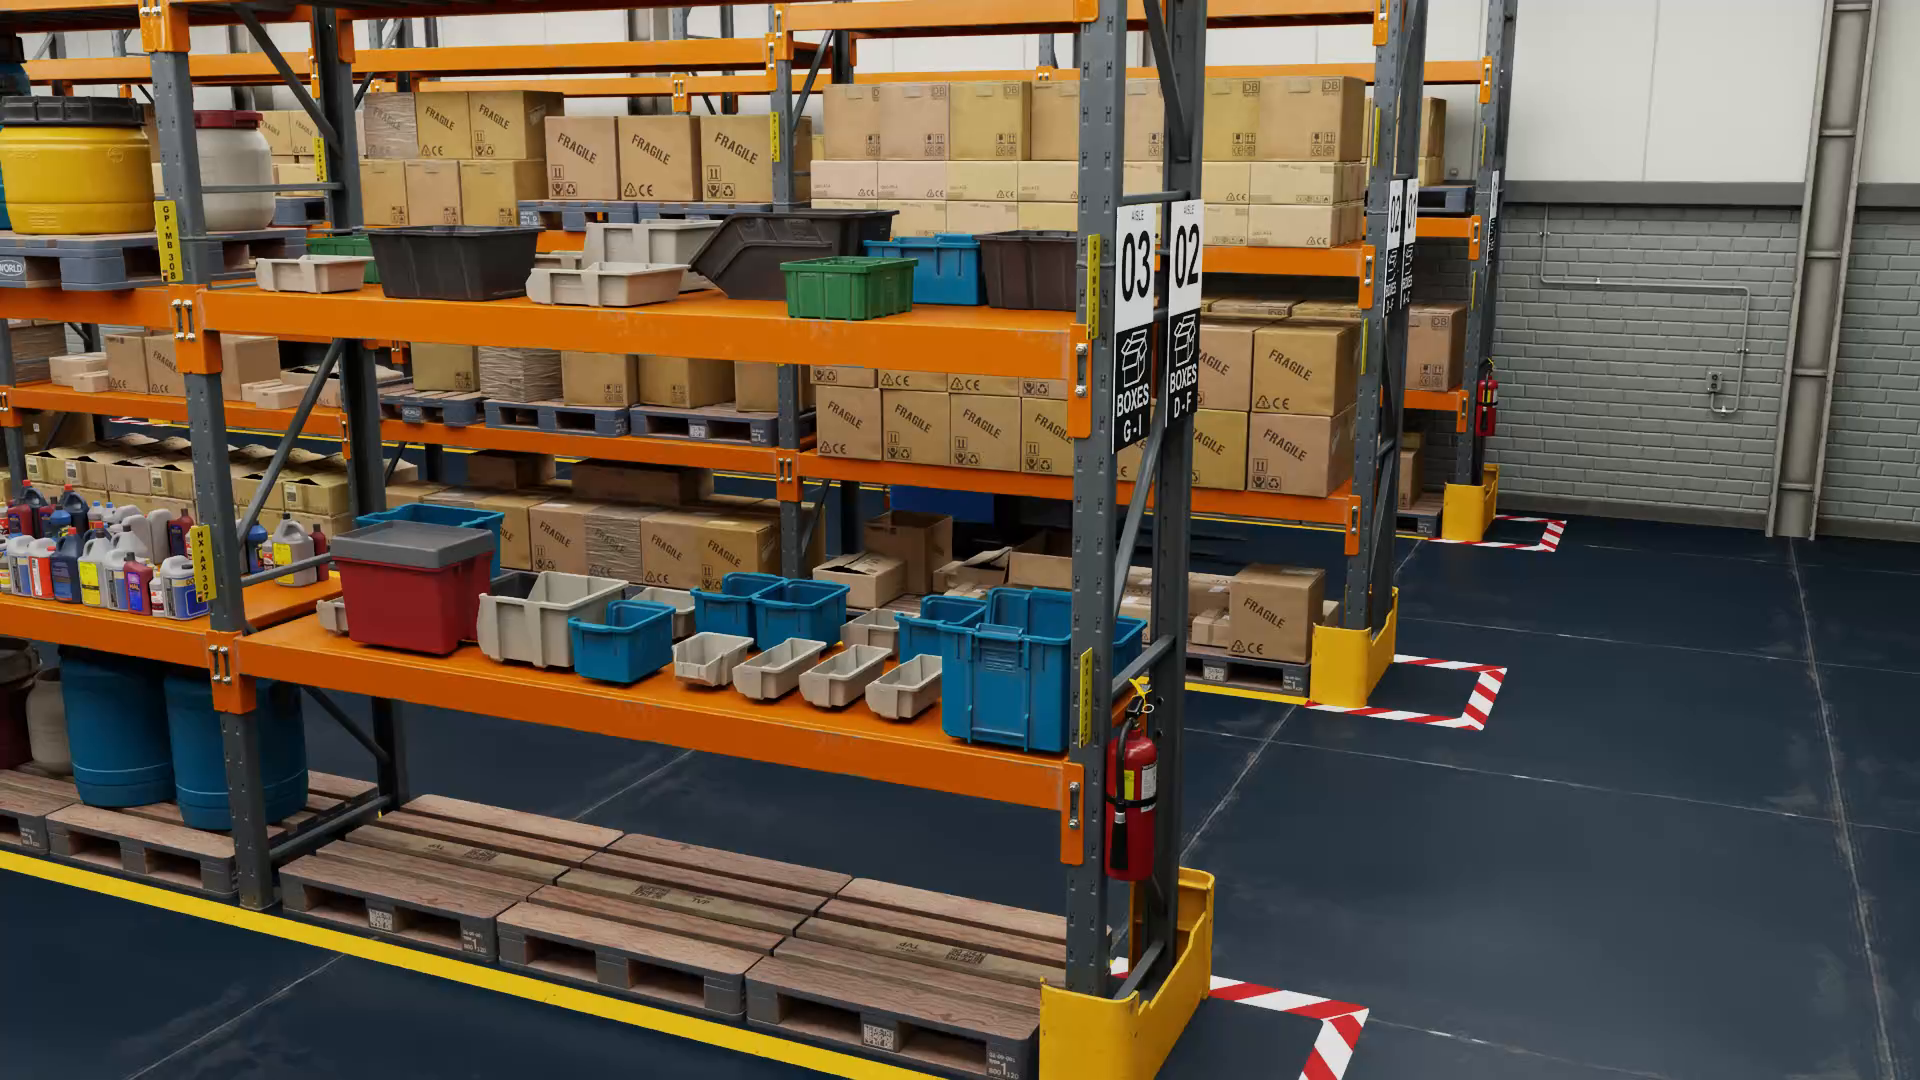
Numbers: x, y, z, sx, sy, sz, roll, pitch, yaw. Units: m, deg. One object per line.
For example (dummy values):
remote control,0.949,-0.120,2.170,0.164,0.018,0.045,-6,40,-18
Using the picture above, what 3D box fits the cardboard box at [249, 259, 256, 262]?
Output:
cardboard box,-8.754,-3.155,20.277,0.500,0.500,0.500,5,14,21

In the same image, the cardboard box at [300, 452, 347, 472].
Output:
cardboard box,-5.518,-0.577,14.520,0.500,0.311,0.500,5,14,22

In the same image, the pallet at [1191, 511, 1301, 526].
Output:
pallet,2.769,-0.390,15.954,1.213,0.211,1.003,6,14,23

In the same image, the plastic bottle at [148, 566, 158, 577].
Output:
plastic bottle,-3.733,0.220,7.684,0.097,0.201,0.097,0,13,0

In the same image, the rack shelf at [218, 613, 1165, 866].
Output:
rack shelf,-1.199,0.658,6.959,4.000,0.370,1.077,6,14,23

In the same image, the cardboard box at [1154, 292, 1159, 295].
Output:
cardboard box,1.475,-2.039,16.222,0.700,0.700,0.980,6,14,24

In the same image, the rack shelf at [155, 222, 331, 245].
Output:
rack shelf,-6.503,-2.577,14.179,4.000,0.370,1.077,6,14,23

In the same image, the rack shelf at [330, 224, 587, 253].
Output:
rack shelf,-2.846,-2.207,12.602,4.000,0.370,1.077,6,14,23

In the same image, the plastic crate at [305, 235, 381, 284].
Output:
plastic crate,-2.517,-1.258,7.449,0.662,0.188,0.450,6,14,23

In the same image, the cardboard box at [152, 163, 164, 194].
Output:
cardboard box,-6.609,-3.054,14.046,0.500,0.250,0.500,4,14,18

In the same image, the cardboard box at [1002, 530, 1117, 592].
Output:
cardboard box,0.702,0.262,11.572,0.637,0.503,0.797,6,14,23

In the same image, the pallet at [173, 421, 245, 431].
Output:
pallet,-9.188,-1.610,21.153,1.213,0.211,1.003,6,14,23

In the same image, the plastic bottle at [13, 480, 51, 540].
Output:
plastic bottle,-4.968,-0.146,8.919,0.185,0.351,0.144,6,14,23

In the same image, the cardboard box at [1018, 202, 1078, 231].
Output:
cardboard box,0.697,-2.063,10.743,0.500,0.250,0.500,6,14,23

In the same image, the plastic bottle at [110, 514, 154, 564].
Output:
plastic bottle,-4.204,0.007,8.431,0.135,0.276,0.152,6,14,23

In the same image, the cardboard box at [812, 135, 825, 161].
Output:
cardboard box,-1.199,-3.915,17.125,0.500,0.500,0.700,7,15,26

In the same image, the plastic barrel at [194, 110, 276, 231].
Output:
plastic barrel,-3.407,-1.709,7.690,0.433,0.535,0.433,0,13,0

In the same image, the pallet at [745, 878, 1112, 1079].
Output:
pallet,-0.108,1.766,6.767,1.213,0.211,1.003,6,14,23

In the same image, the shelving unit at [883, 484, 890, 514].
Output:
shelving unit,-0.531,-0.578,14.921,0.252,1.050,0.215,7,15,27

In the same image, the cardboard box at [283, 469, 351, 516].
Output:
cardboard box,-5.253,-0.418,13.840,0.500,0.311,0.500,6,15,25

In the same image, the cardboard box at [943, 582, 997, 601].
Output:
cardboard box,0.074,0.416,11.657,0.250,0.166,0.380,6,14,23

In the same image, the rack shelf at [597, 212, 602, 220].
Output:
rack shelf,-4.500,-3.612,18.590,4.000,0.370,1.077,6,14,23

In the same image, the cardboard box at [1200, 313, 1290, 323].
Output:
cardboard box,1.860,-1.220,10.980,0.500,0.500,0.500,6,14,24

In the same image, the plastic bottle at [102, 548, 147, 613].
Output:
plastic bottle,-3.852,0.180,7.692,0.135,0.276,0.152,6,14,23

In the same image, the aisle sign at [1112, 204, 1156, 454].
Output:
aisle sign,0.577,-0.705,5.502,0.004,0.787,0.394,6,14,23

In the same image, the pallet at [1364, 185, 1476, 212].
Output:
pallet,3.960,-3.060,14.858,1.213,0.211,1.003,6,14,23

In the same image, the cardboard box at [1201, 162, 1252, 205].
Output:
cardboard box,1.609,-2.213,10.286,0.500,0.250,0.500,6,14,23

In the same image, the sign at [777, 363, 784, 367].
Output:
sign,-1.239,-1.359,11.446,0.005,0.325,0.100,6,14,23

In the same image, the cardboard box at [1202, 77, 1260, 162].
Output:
cardboard box,1.741,-2.645,10.488,0.500,0.500,0.700,6,14,23

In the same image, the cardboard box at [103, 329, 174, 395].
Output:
cardboard box,-7.155,-1.577,14.692,0.500,0.500,0.500,7,15,27

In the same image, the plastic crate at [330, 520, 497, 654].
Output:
plastic crate,-2.312,0.197,7.076,0.583,0.464,0.402,6,14,23

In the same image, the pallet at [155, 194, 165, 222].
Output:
pallet,-6.355,-2.797,13.956,1.213,0.211,1.003,7,15,26

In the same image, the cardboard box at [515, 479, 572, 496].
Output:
cardboard box,-3.251,-0.193,13.522,0.500,0.500,0.500,5,14,21

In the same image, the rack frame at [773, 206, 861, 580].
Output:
rack frame,-1.017,-0.912,12.073,0.127,3.000,1.000,6,14,23

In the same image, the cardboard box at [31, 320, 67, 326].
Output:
cardboard box,-8.499,-2.082,15.421,0.250,0.149,0.380,6,14,23

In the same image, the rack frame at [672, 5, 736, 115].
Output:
rack frame,-2.672,-5.237,17.376,0.127,3.000,1.000,6,14,23

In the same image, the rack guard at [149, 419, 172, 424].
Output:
rack guard,-9.917,-1.833,21.472,0.348,0.500,1.175,6,14,23

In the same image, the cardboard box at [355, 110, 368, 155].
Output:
cardboard box,-6.897,-4.682,19.125,0.500,0.500,0.500,4,14,18

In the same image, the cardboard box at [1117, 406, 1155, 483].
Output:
cardboard box,1.190,-0.669,10.822,0.500,0.500,0.500,6,14,24

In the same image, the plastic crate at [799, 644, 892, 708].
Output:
plastic crate,-0.448,0.524,6.399,0.243,0.136,0.396,6,14,23

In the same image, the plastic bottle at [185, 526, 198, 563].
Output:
plastic bottle,-3.904,0.029,8.501,0.097,0.201,0.097,0,13,0

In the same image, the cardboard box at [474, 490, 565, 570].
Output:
cardboard box,-3.437,-0.082,13.049,0.500,0.500,0.500,6,14,22

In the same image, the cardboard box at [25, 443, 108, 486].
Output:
cardboard box,-8.055,-0.700,15.045,0.500,0.311,0.500,6,14,23

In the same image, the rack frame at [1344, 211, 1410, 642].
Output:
rack frame,2.640,-0.541,10.496,0.127,3.000,1.000,6,14,23

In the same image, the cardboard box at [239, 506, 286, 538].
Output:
cardboard box,-5.727,-0.192,14.107,0.500,0.250,0.500,6,14,23

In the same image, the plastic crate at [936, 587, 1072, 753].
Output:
plastic crate,0.248,0.454,6.043,0.499,0.435,0.616,6,14,23

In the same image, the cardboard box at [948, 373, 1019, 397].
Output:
cardboard box,0.241,-1.249,11.105,0.500,0.500,0.500,5,14,22

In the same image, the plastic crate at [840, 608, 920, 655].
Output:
plastic crate,-0.342,0.391,6.970,0.298,0.136,0.250,6,14,23

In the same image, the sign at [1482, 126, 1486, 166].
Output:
sign,4.410,-3.317,13.995,0.005,0.325,0.100,6,14,23

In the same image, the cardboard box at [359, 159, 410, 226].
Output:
cardboard box,-4.262,-2.757,13.155,0.500,0.500,0.910,6,14,23

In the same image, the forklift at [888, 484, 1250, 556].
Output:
forklift,0.919,-1.315,13.944,3.031,2.935,1.130,7,15,27

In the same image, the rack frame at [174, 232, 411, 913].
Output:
rack frame,-3.027,0.123,7.666,0.127,3.000,1.000,6,14,23

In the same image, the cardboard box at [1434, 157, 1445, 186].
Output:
cardboard box,4.075,-3.336,15.028,0.500,0.250,0.500,7,15,26

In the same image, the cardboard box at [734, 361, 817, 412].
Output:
cardboard box,-1.360,-1.255,12.400,0.500,0.500,0.700,1,13,4
